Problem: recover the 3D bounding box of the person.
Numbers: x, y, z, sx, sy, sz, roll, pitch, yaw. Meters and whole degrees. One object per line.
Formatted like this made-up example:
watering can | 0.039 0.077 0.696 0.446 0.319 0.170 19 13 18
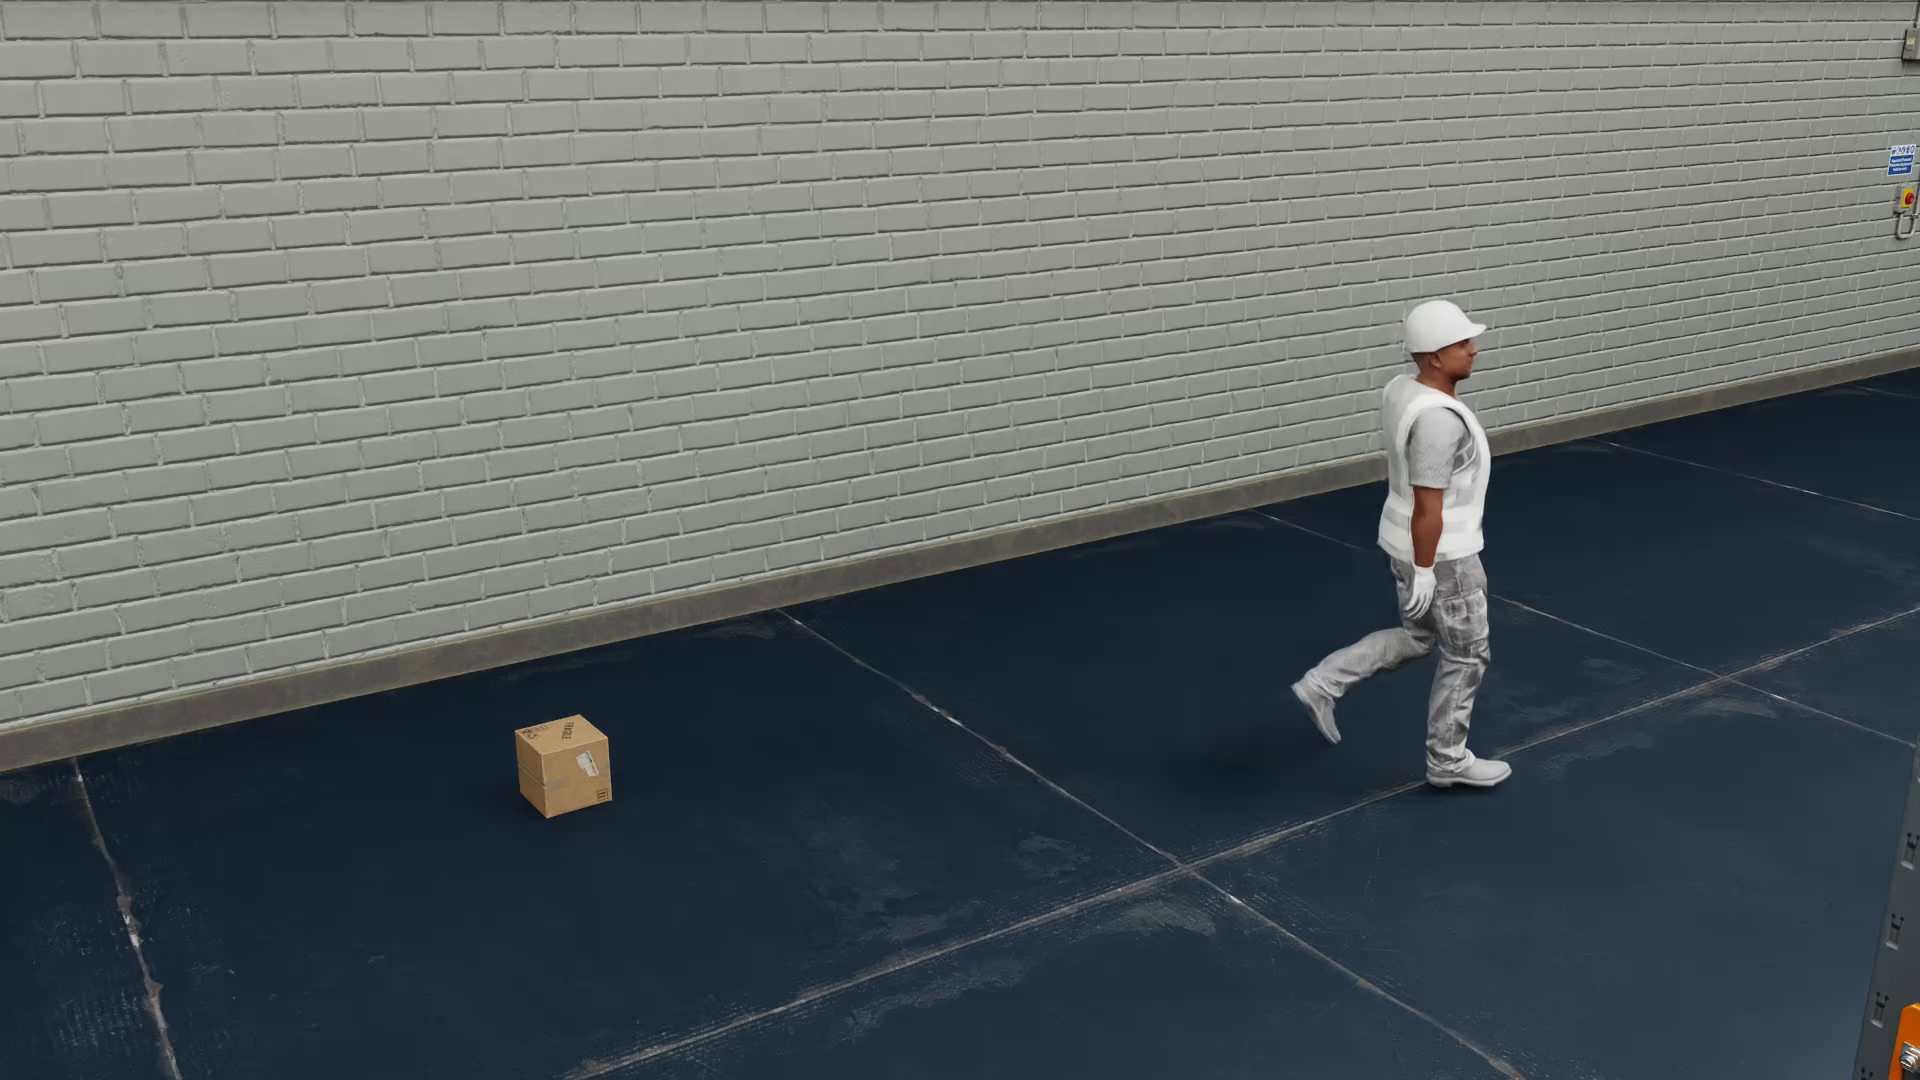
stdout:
person | 1.650 0.024 5.885 0.728 1.768 0.554 -1 18 -2
